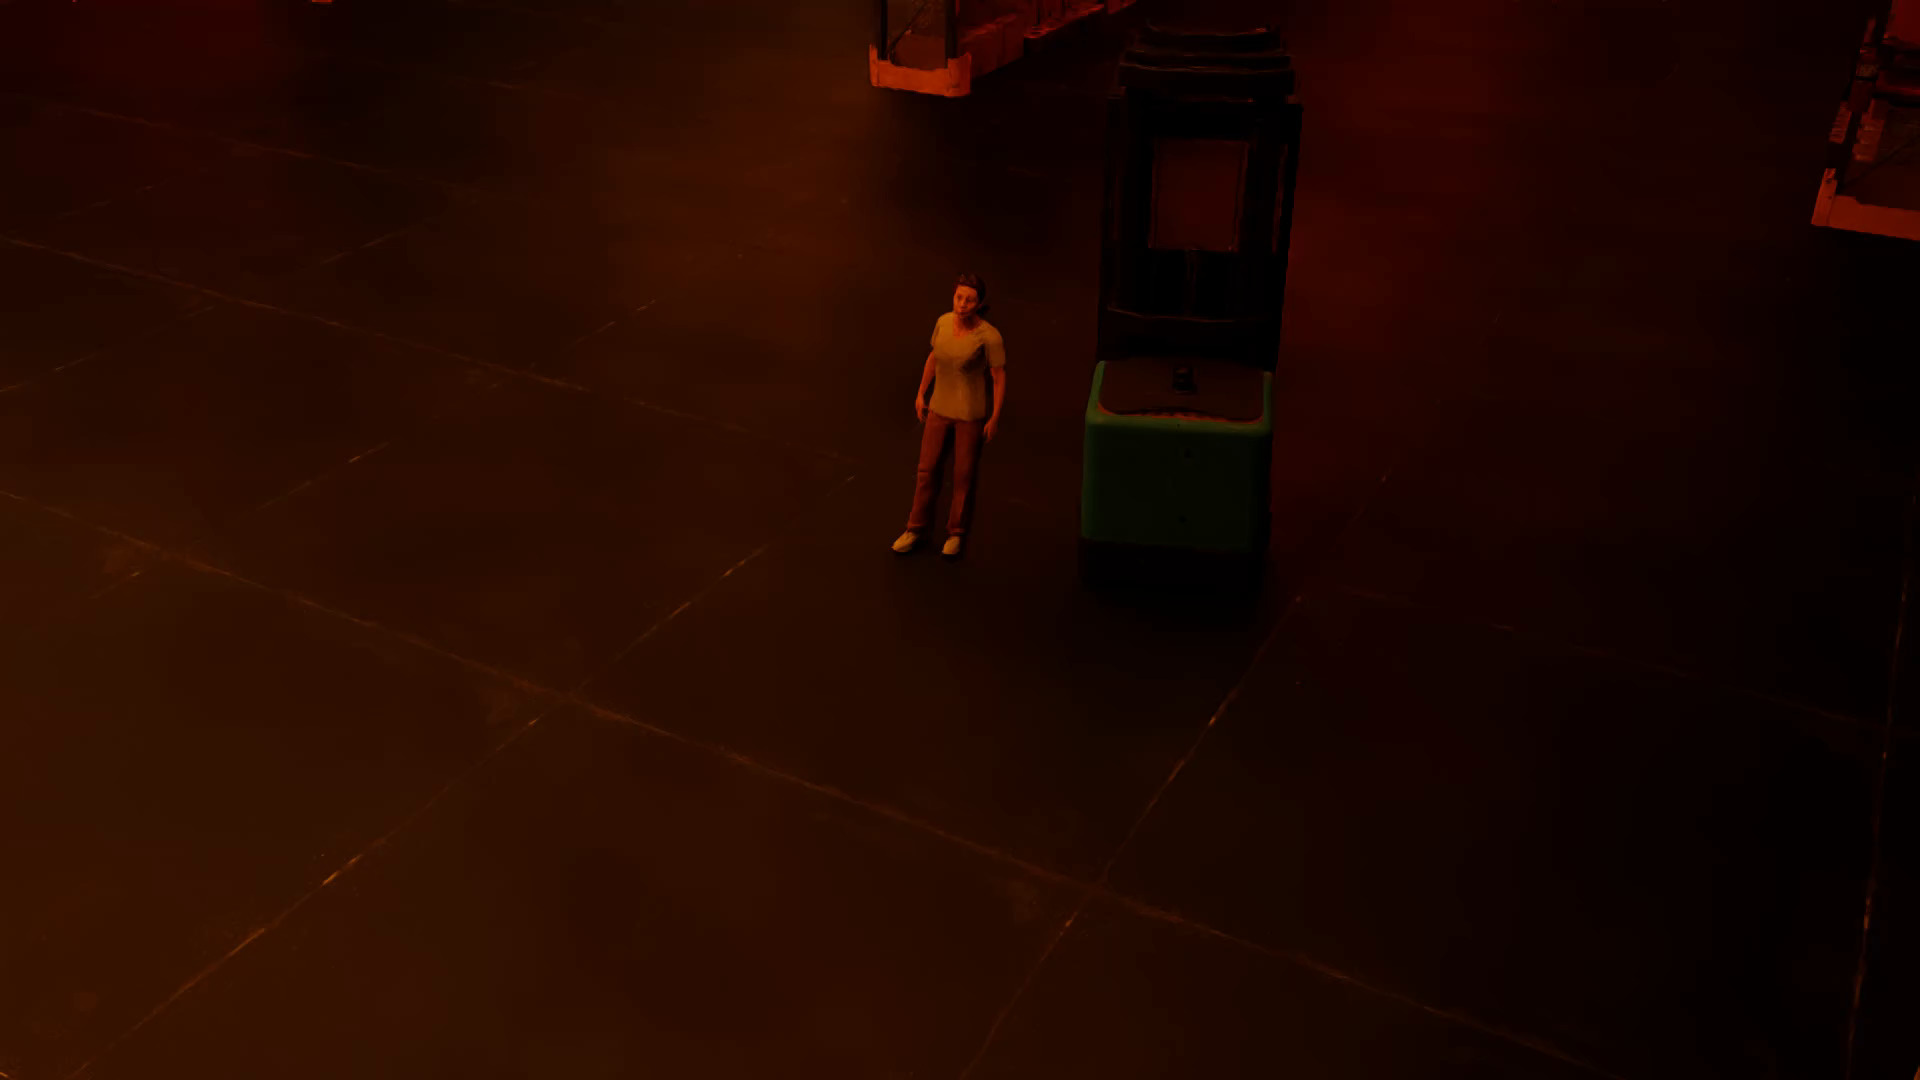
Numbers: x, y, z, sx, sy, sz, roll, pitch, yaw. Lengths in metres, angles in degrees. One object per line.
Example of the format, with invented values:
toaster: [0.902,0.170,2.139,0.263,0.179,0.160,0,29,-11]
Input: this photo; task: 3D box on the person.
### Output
person: [-0.046,-0.702,9.529,0.554,1.674,0.548,15,33,25]

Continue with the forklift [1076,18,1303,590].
forklift: [1.409,-1.707,10.029,1.130,2.935,3.031,4,30,8]
